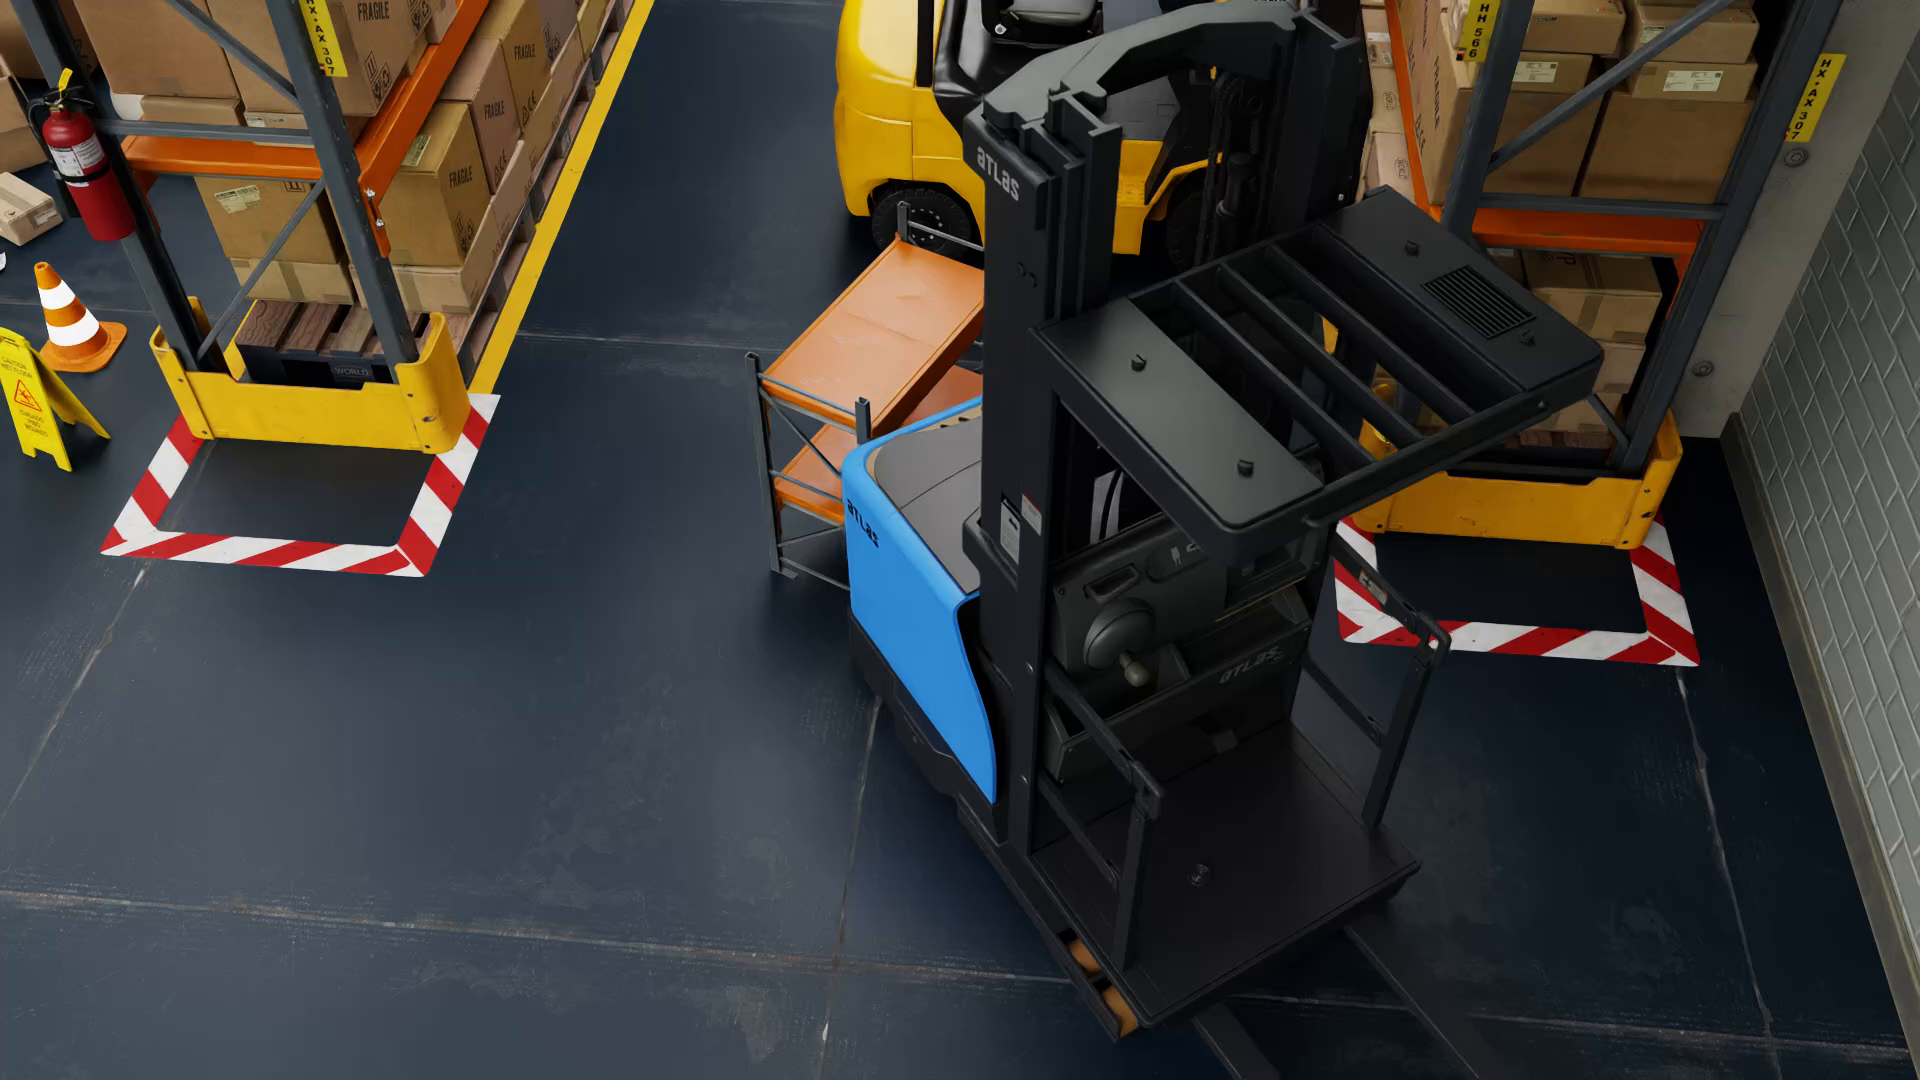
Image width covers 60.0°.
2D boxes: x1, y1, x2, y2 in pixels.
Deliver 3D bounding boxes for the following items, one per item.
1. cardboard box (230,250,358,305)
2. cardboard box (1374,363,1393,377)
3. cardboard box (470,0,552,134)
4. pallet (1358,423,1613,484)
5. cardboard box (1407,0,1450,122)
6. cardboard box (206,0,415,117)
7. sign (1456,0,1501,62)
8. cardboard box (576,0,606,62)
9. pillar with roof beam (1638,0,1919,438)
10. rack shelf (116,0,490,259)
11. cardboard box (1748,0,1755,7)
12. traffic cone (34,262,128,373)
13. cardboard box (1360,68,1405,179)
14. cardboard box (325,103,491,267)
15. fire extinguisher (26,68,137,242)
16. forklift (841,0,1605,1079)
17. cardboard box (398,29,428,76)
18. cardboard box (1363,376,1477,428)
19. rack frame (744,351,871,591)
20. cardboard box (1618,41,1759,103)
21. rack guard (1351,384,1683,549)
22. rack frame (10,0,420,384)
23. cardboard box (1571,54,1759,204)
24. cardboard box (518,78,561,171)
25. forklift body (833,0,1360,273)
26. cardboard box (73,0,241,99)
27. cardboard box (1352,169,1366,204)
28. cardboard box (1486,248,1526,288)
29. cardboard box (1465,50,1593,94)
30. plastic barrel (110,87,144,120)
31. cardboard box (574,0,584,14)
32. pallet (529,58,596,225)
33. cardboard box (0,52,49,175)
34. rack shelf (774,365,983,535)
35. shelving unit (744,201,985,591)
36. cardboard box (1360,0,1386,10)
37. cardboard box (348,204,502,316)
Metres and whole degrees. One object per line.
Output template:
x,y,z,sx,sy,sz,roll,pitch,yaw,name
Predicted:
-2.930,-1.328,7.511,0.500,0.250,0.500,4,48,3,cardboard box
1.938,-0.915,6.794,0.500,0.250,0.500,3,48,3,cardboard box
-2.291,-2.296,7.888,0.500,0.500,0.500,5,48,4,cardboard box
2.233,-0.777,7.318,1.003,0.211,1.213,4,48,4,pallet
2.045,-1.947,6.431,0.500,0.500,0.500,5,48,5,cardboard box
-2.419,-1.948,6.230,0.500,0.500,0.500,3,48,3,cardboard box
1.666,-1.671,5.300,0.100,0.325,0.005,4,48,4,sign
-2.198,-2.793,8.851,0.500,0.250,0.500,3,48,2,cardboard box
-1.121,-3.919,4.236,9.100,9.000,0.400,4,48,4,pillar with roof beam
-2.556,-2.712,7.685,1.077,0.370,4.000,4,48,4,rack shelf
2.535,-1.930,5.774,0.380,0.149,0.250,5,48,5,cardboard box
-3.984,-1.031,7.380,0.336,0.463,0.334,4,48,4,traffic cone
2.013,-1.811,7.275,0.500,0.250,0.500,4,48,4,cardboard box
-2.388,-1.543,7.199,0.500,0.500,0.500,2,48,2,cardboard box
-3.207,-1.406,6.055,0.296,0.674,0.183,4,48,4,fire extinguisher
0.778,0.191,4.589,1.130,2.935,3.031,-24,52,-20,forklift
-2.387,-2.012,6.727,0.380,0.149,0.250,2,48,2,cardboard box
1.933,-0.734,6.967,0.500,0.250,0.500,4,48,4,cardboard box
-0.530,-0.180,6.152,0.500,1.125,0.032,23,52,20,rack frame
2.494,-1.638,5.708,0.380,0.149,0.250,3,48,3,cardboard box
2.203,-0.292,6.679,1.175,0.500,0.348,4,48,4,rack guard
-2.738,-1.485,6.075,1.000,3.000,0.127,4,48,4,rack frame
2.527,-1.533,6.051,0.500,0.500,0.500,5,48,5,cardboard box
-2.298,-2.049,8.170,0.500,0.250,0.500,7,48,6,cardboard box
0.561,-2.383,7.472,2.313,2.155,1.214,4,48,4,forklift body
-2.963,-2.036,6.310,0.500,0.500,0.500,3,48,3,cardboard box
2.021,-1.663,7.479,0.500,0.250,0.500,3,48,3,cardboard box
1.937,-1.064,6.592,0.500,0.250,0.500,5,48,5,cardboard box
1.958,-1.680,5.746,0.380,0.149,0.250,5,48,4,cardboard box
-4.058,-2.235,8.507,0.421,0.421,0.512,-36,57,-28,plastic barrel
-2.205,-3.064,8.590,0.500,0.500,0.500,5,48,4,cardboard box
-2.508,-2.088,8.517,1.003,0.211,1.213,4,48,4,pallet
-5.099,-2.103,8.333,0.797,0.503,0.637,-27,53,-23,cardboard box
-0.275,-0.339,6.629,0.538,0.278,1.000,23,52,20,rack shelf
-0.275,-0.504,6.449,0.538,1.125,1.048,23,52,20,shelving unit
2.123,-2.568,7.968,0.500,0.250,0.500,5,48,5,cardboard box
-2.389,-1.273,7.460,0.500,0.250,0.500,4,48,3,cardboard box
